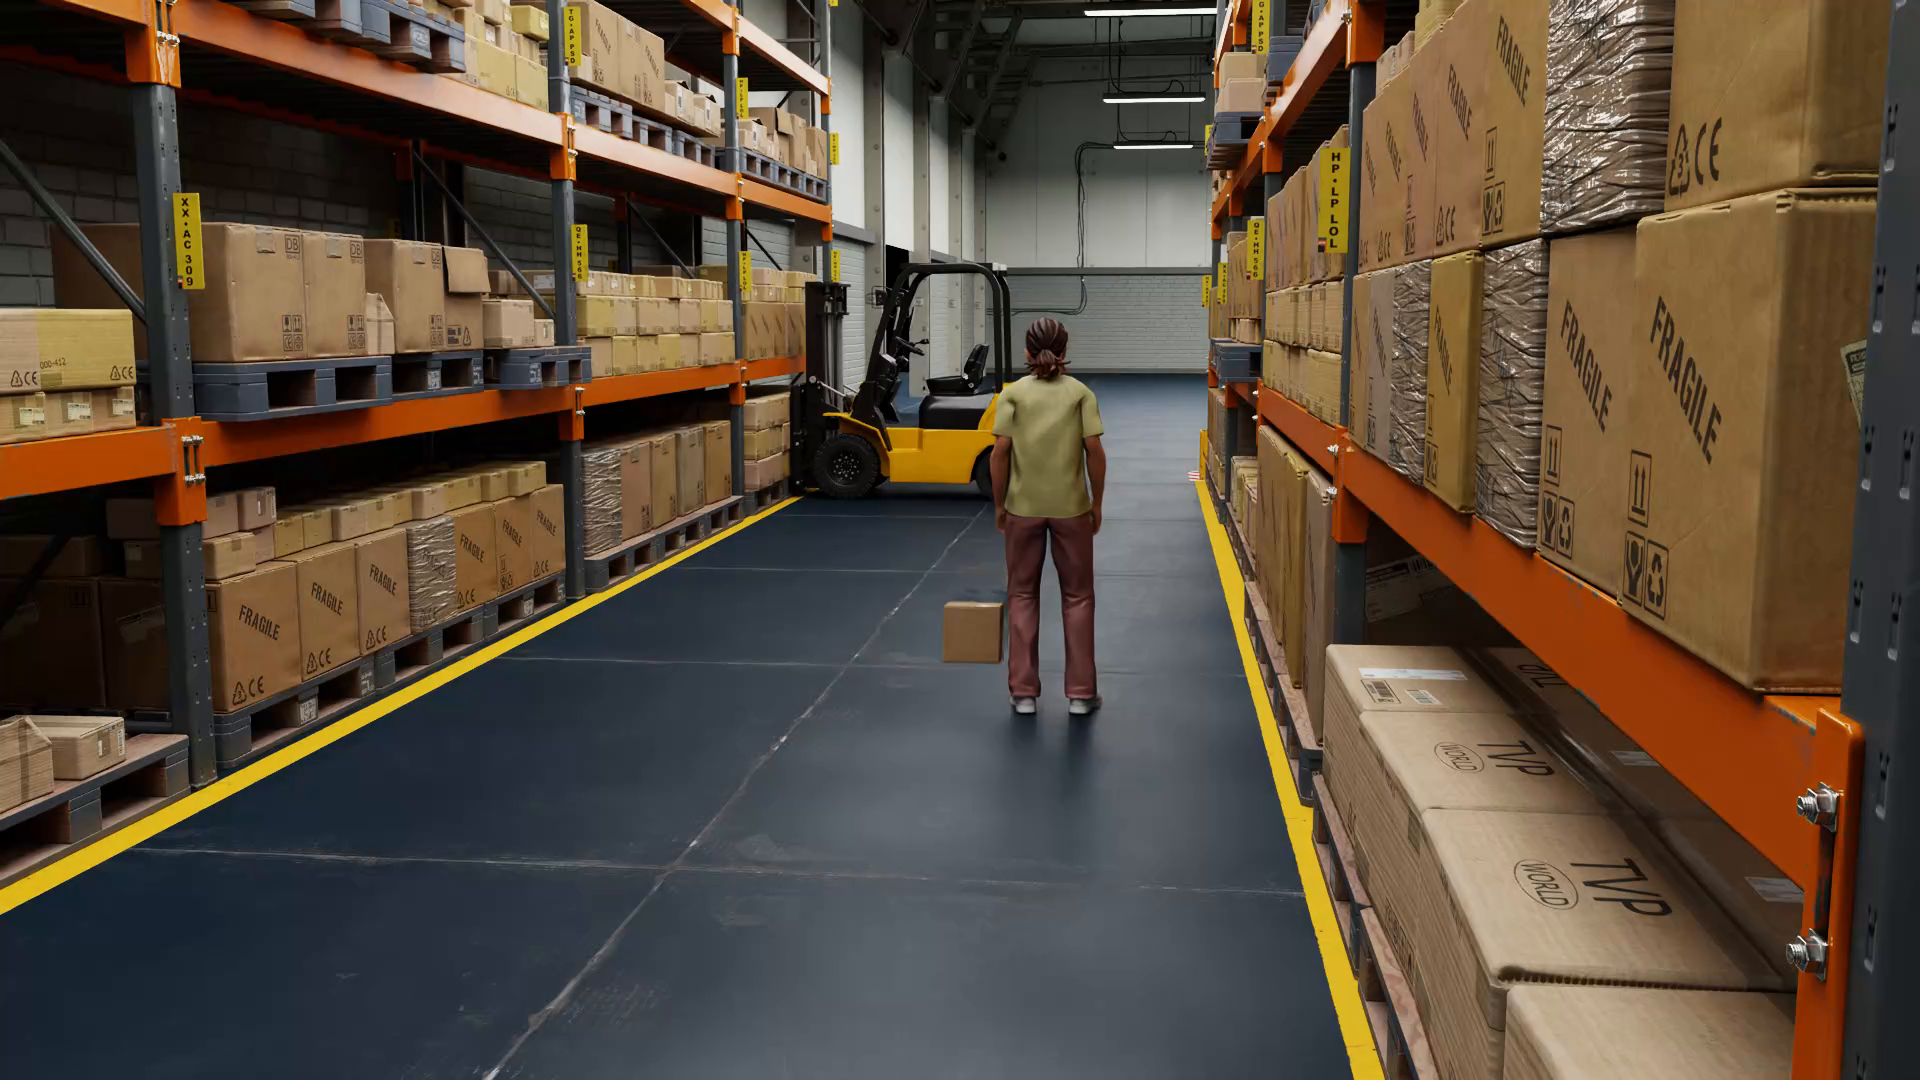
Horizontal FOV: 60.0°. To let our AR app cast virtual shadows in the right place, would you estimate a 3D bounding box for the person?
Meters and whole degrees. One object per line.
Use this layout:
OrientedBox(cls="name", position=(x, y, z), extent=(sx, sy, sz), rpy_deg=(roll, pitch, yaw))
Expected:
OrientedBox(cls="person", position=(0.372, -0.102, 7.052), extent=(0.488, 1.674, 0.357), rpy_deg=(1, 8, 4))
